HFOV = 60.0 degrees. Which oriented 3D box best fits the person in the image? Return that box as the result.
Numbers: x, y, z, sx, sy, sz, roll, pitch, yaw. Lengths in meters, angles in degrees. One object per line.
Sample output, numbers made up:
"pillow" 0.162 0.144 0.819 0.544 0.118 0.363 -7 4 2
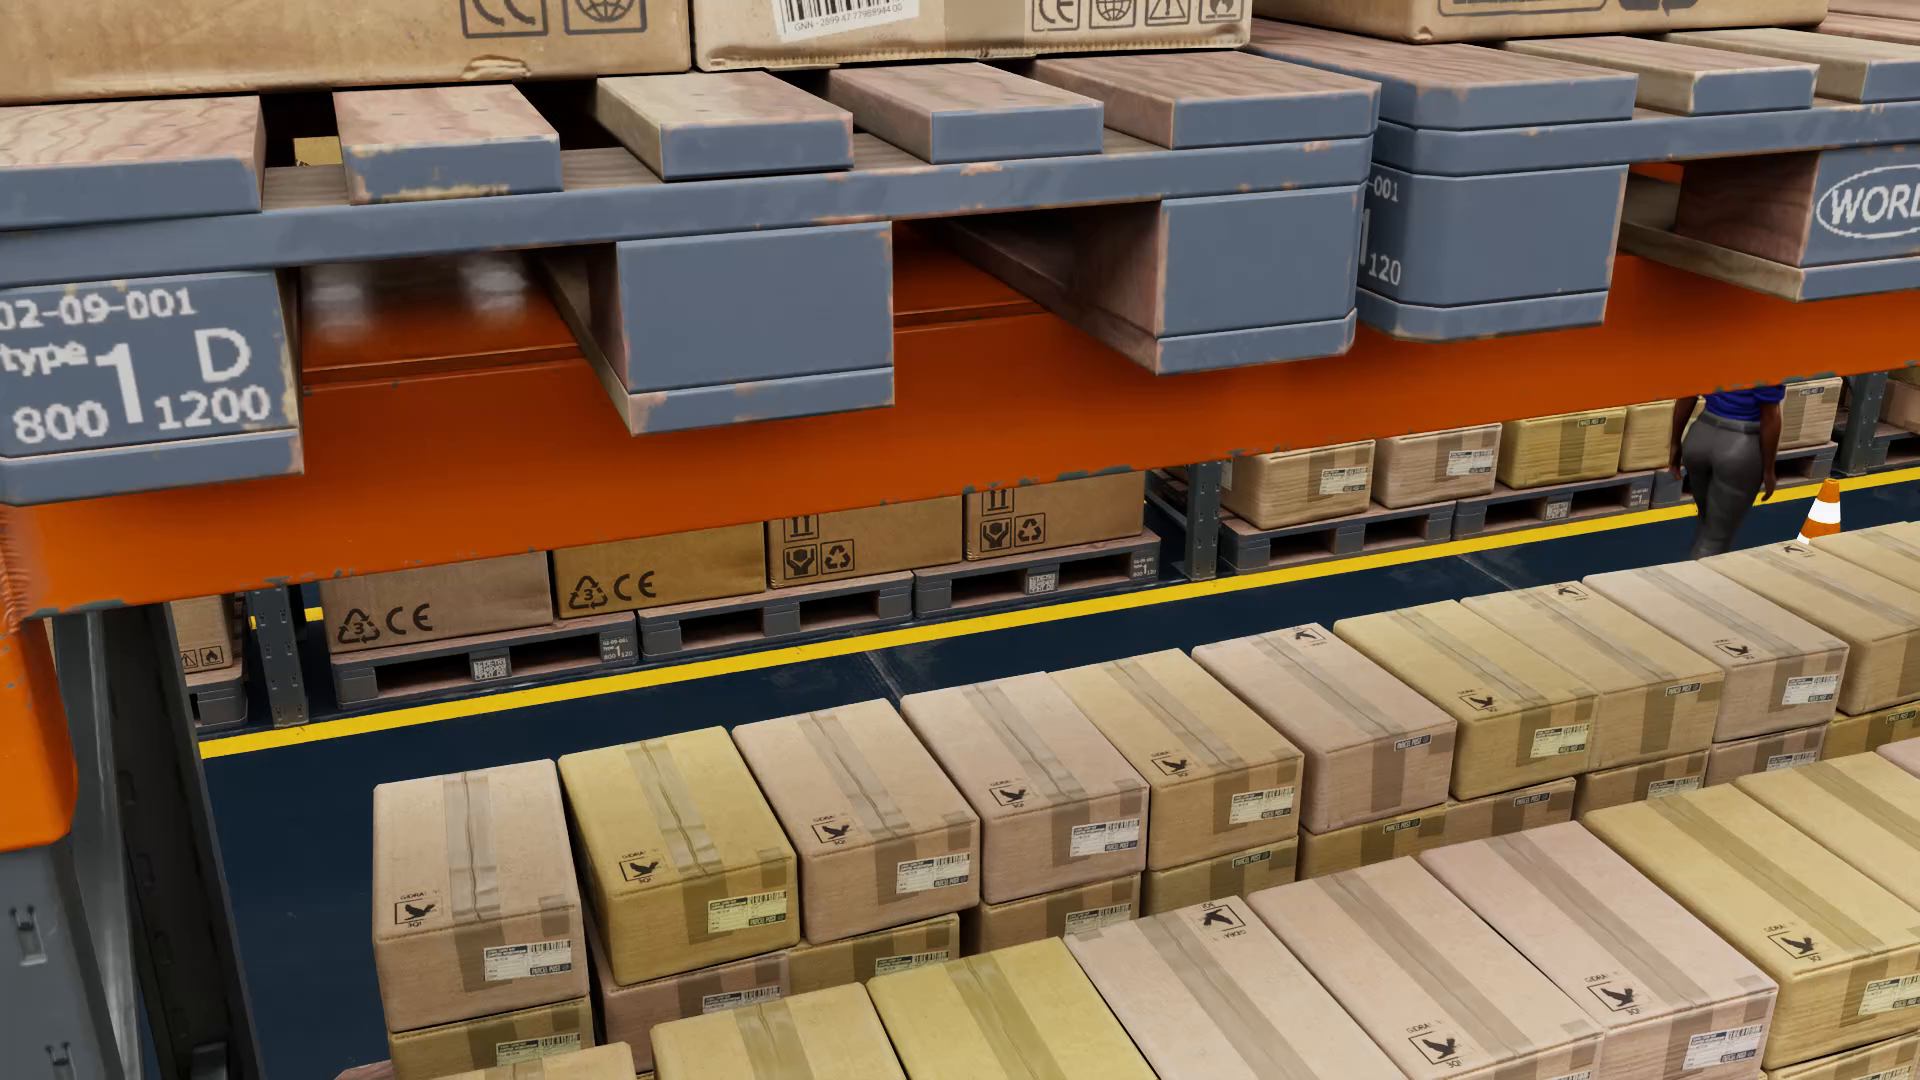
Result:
"person" 3.297 -0.377 6.980 0.714 1.645 0.447 -11 25 -25
